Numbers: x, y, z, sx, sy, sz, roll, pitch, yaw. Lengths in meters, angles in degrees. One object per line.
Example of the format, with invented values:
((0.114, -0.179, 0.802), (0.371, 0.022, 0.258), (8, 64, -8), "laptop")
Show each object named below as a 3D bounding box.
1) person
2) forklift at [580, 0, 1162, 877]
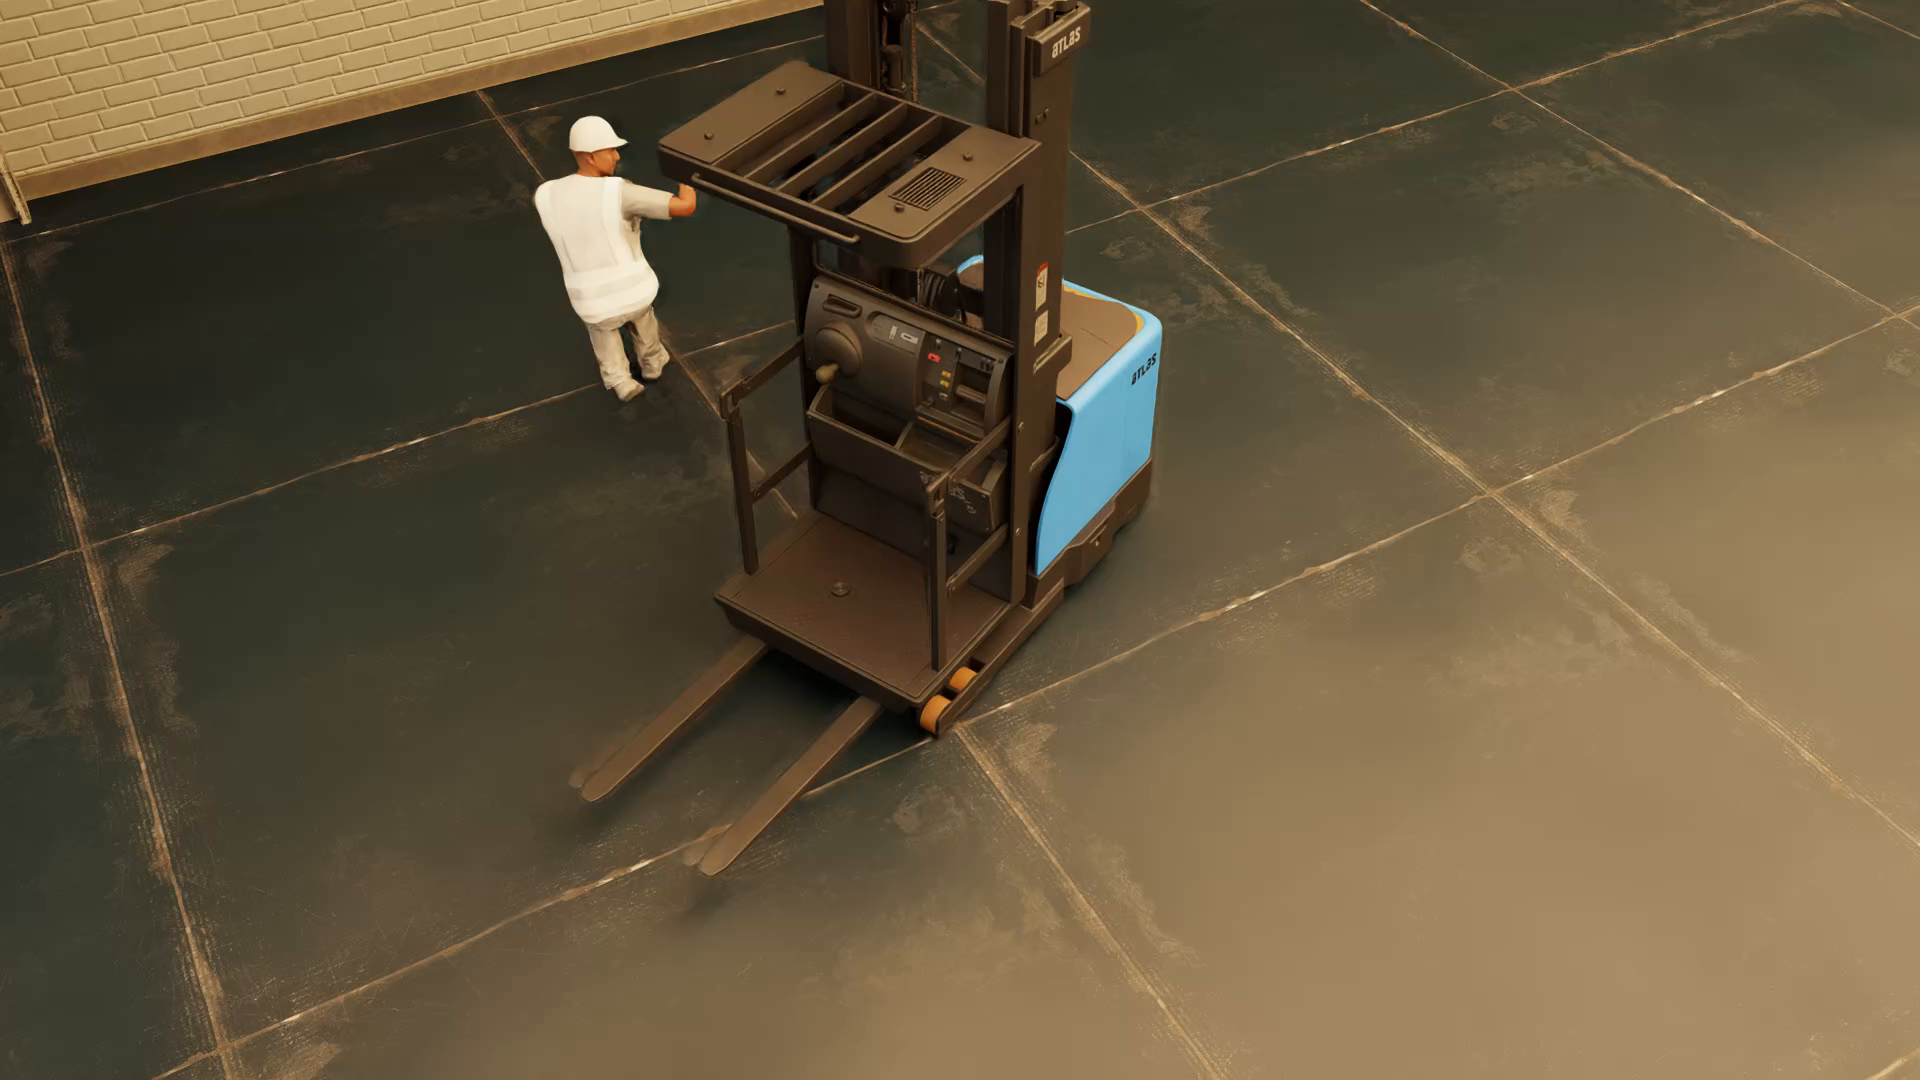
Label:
((-1.693, -1.473, 8.338), (0.812, 1.479, 1.049), (-7, 43, -7), "person")
((-0.342, -0.635, 6.382), (1.130, 2.935, 3.031), (25, 48, 25), "forklift")
